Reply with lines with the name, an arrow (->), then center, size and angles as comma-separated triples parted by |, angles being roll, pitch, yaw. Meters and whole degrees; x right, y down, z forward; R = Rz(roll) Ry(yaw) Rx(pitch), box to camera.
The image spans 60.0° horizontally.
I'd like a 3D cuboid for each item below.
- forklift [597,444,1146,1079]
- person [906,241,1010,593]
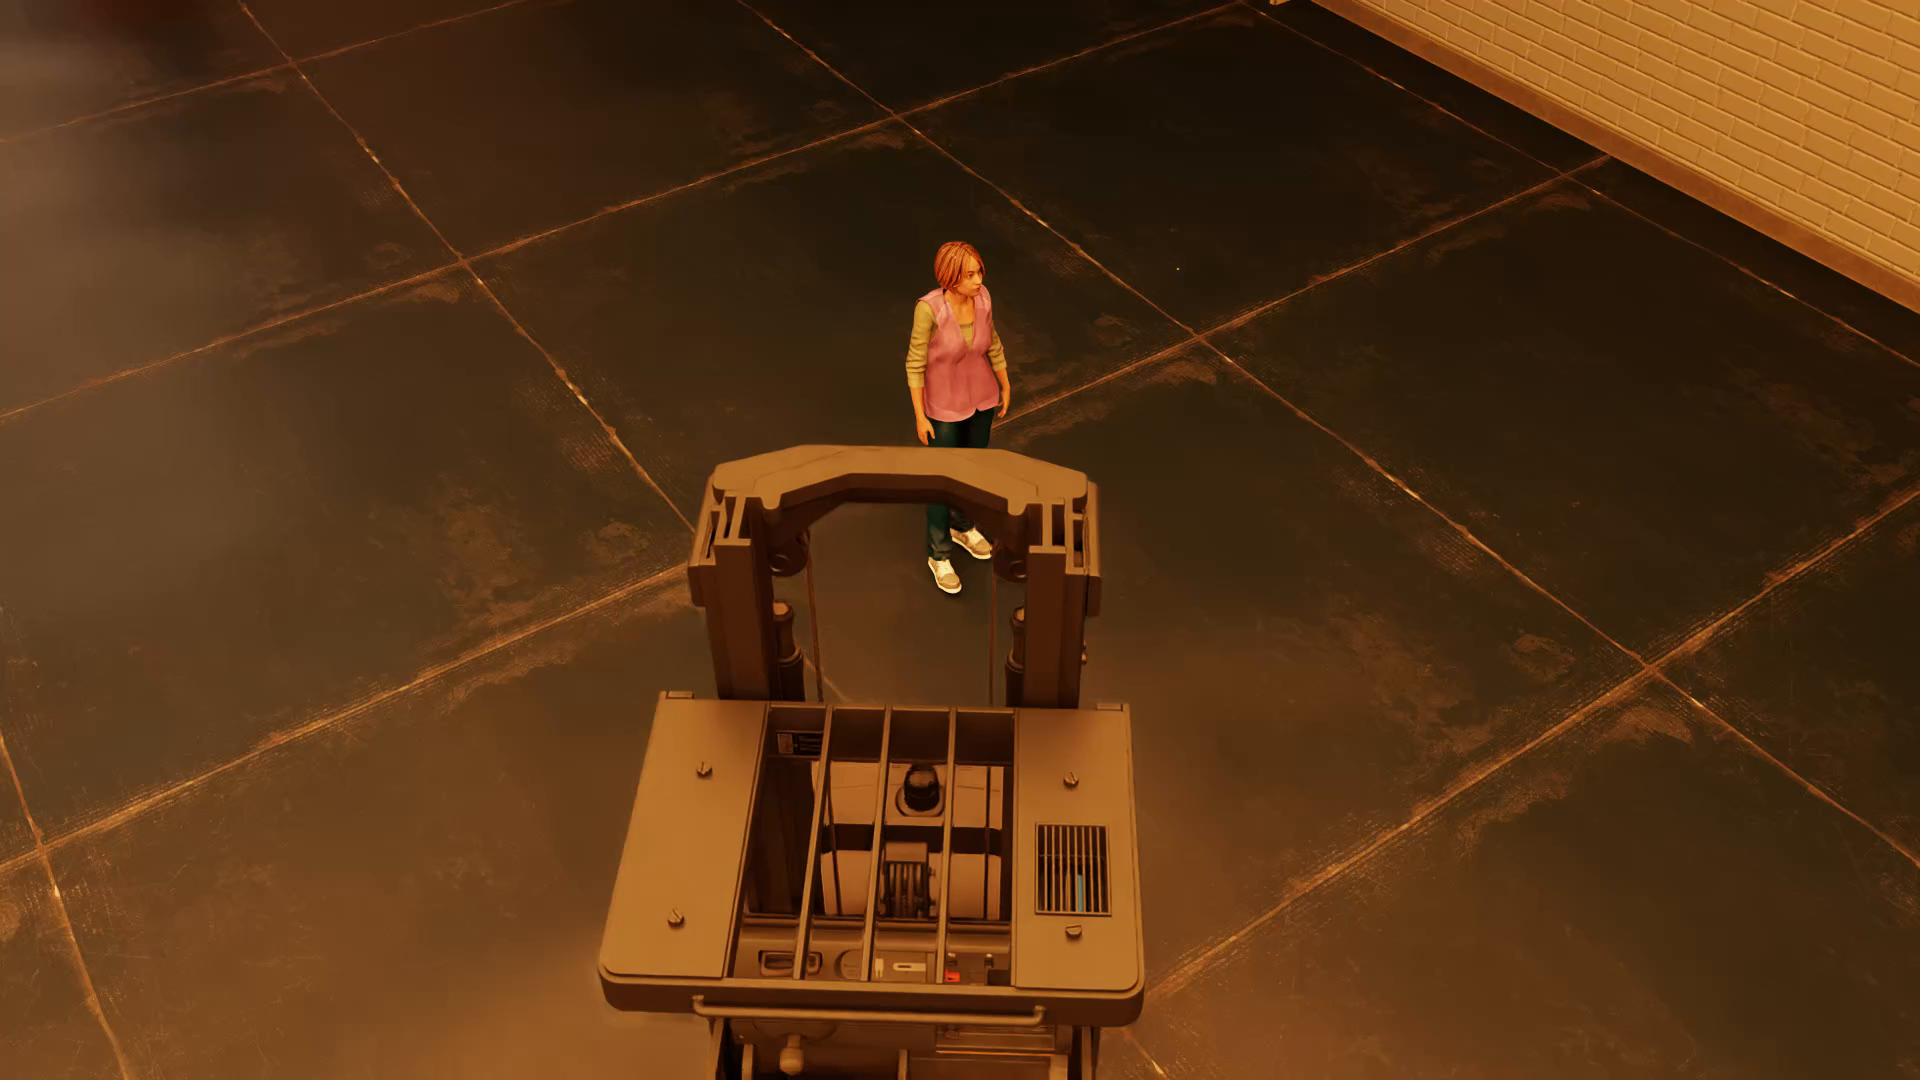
forklift -> -0.162, 1.321, 4.282 | 1.130, 2.935, 3.031 | 1, 43, 2
person -> 0.031, -0.546, 7.281 | 0.520, 1.599, 0.473 | -25, 48, -25
